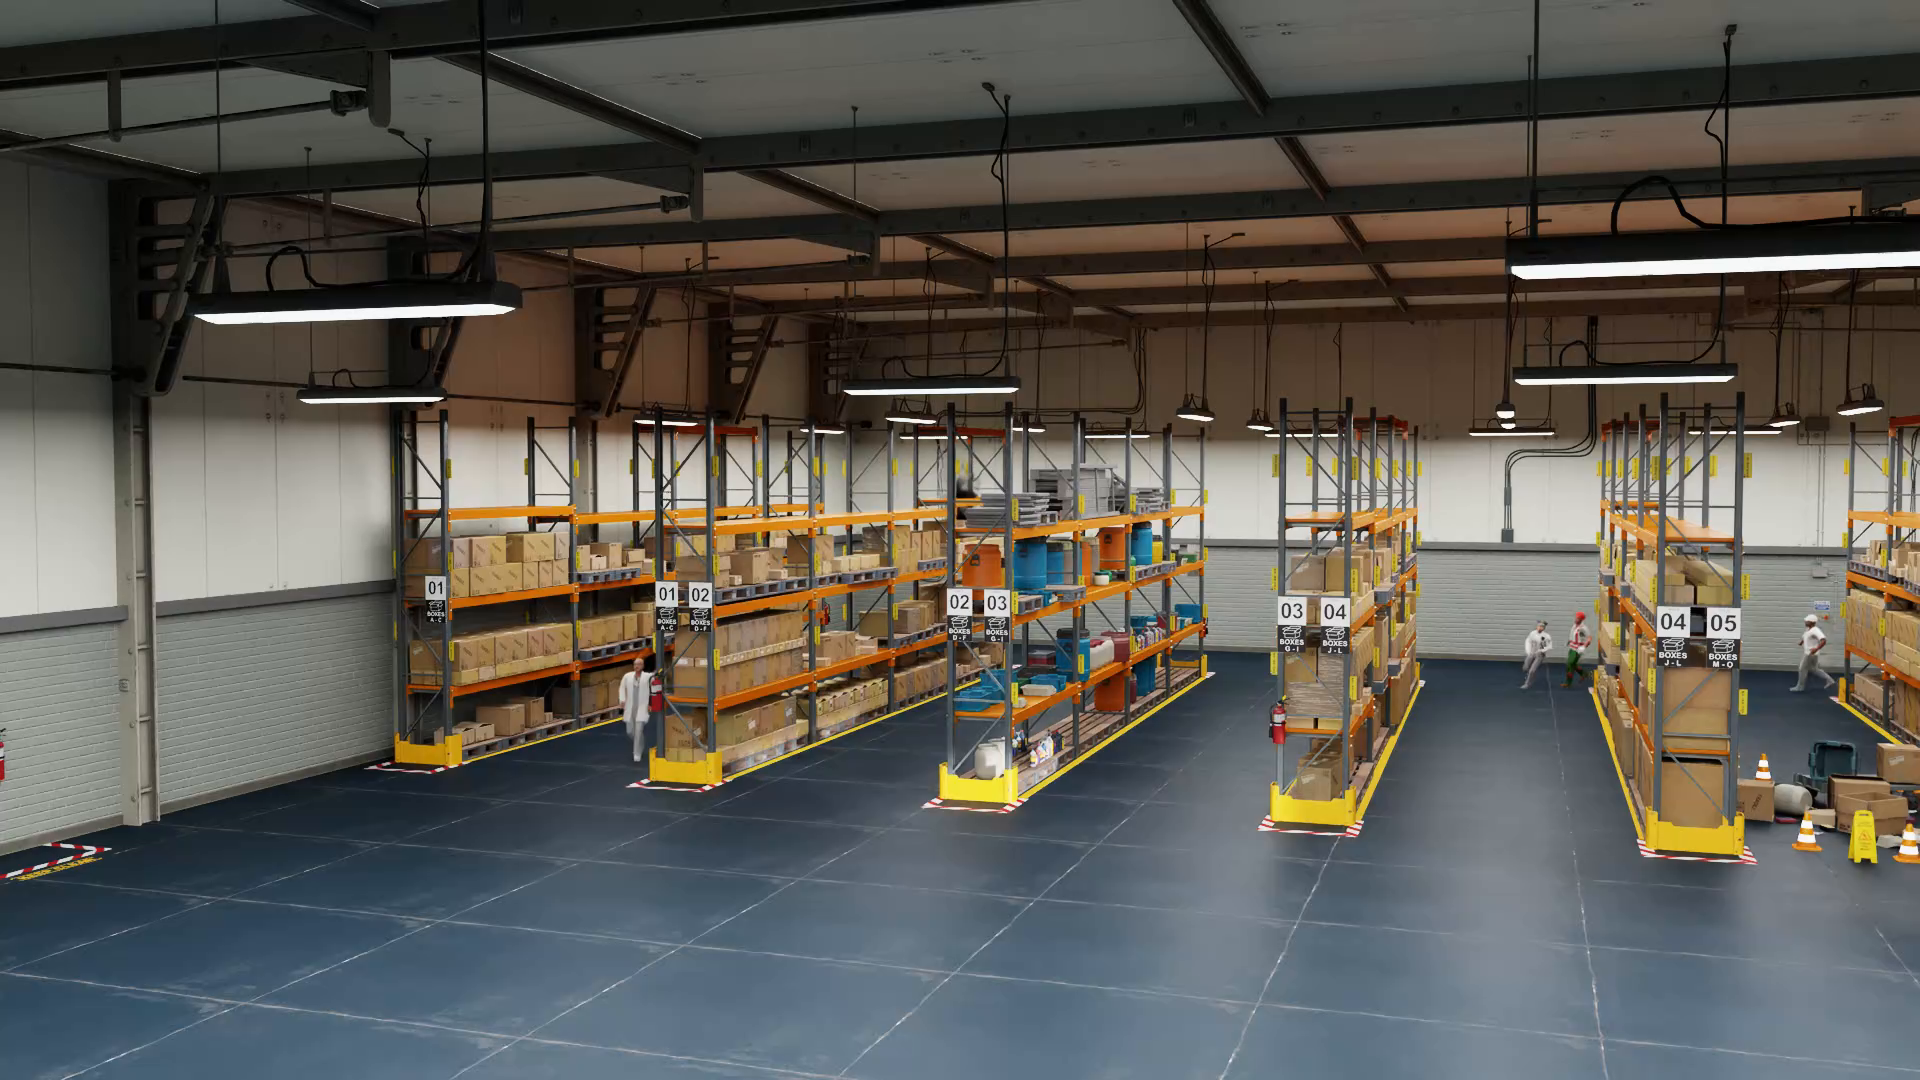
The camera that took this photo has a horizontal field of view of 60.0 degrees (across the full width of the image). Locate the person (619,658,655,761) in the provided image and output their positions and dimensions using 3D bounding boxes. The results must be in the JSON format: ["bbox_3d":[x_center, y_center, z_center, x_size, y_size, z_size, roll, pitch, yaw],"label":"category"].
[{"bbox_3d":[-5.543,2.907,28.715,0.723,1.746,0.673,0,2,6],"label":"person"}]

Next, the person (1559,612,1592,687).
[{"bbox_3d":[14.139,2.502,37.938,0.777,1.746,0.725,0,2,-11],"label":"person"}]

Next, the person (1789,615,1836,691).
[{"bbox_3d":[19.021,2.534,37.071,0.930,1.750,0.724,1,3,24],"label":"person"}]

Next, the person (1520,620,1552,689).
[{"bbox_3d":[13.055,2.599,37.643,0.685,1.576,0.554,2,3,39],"label":"person"}]
